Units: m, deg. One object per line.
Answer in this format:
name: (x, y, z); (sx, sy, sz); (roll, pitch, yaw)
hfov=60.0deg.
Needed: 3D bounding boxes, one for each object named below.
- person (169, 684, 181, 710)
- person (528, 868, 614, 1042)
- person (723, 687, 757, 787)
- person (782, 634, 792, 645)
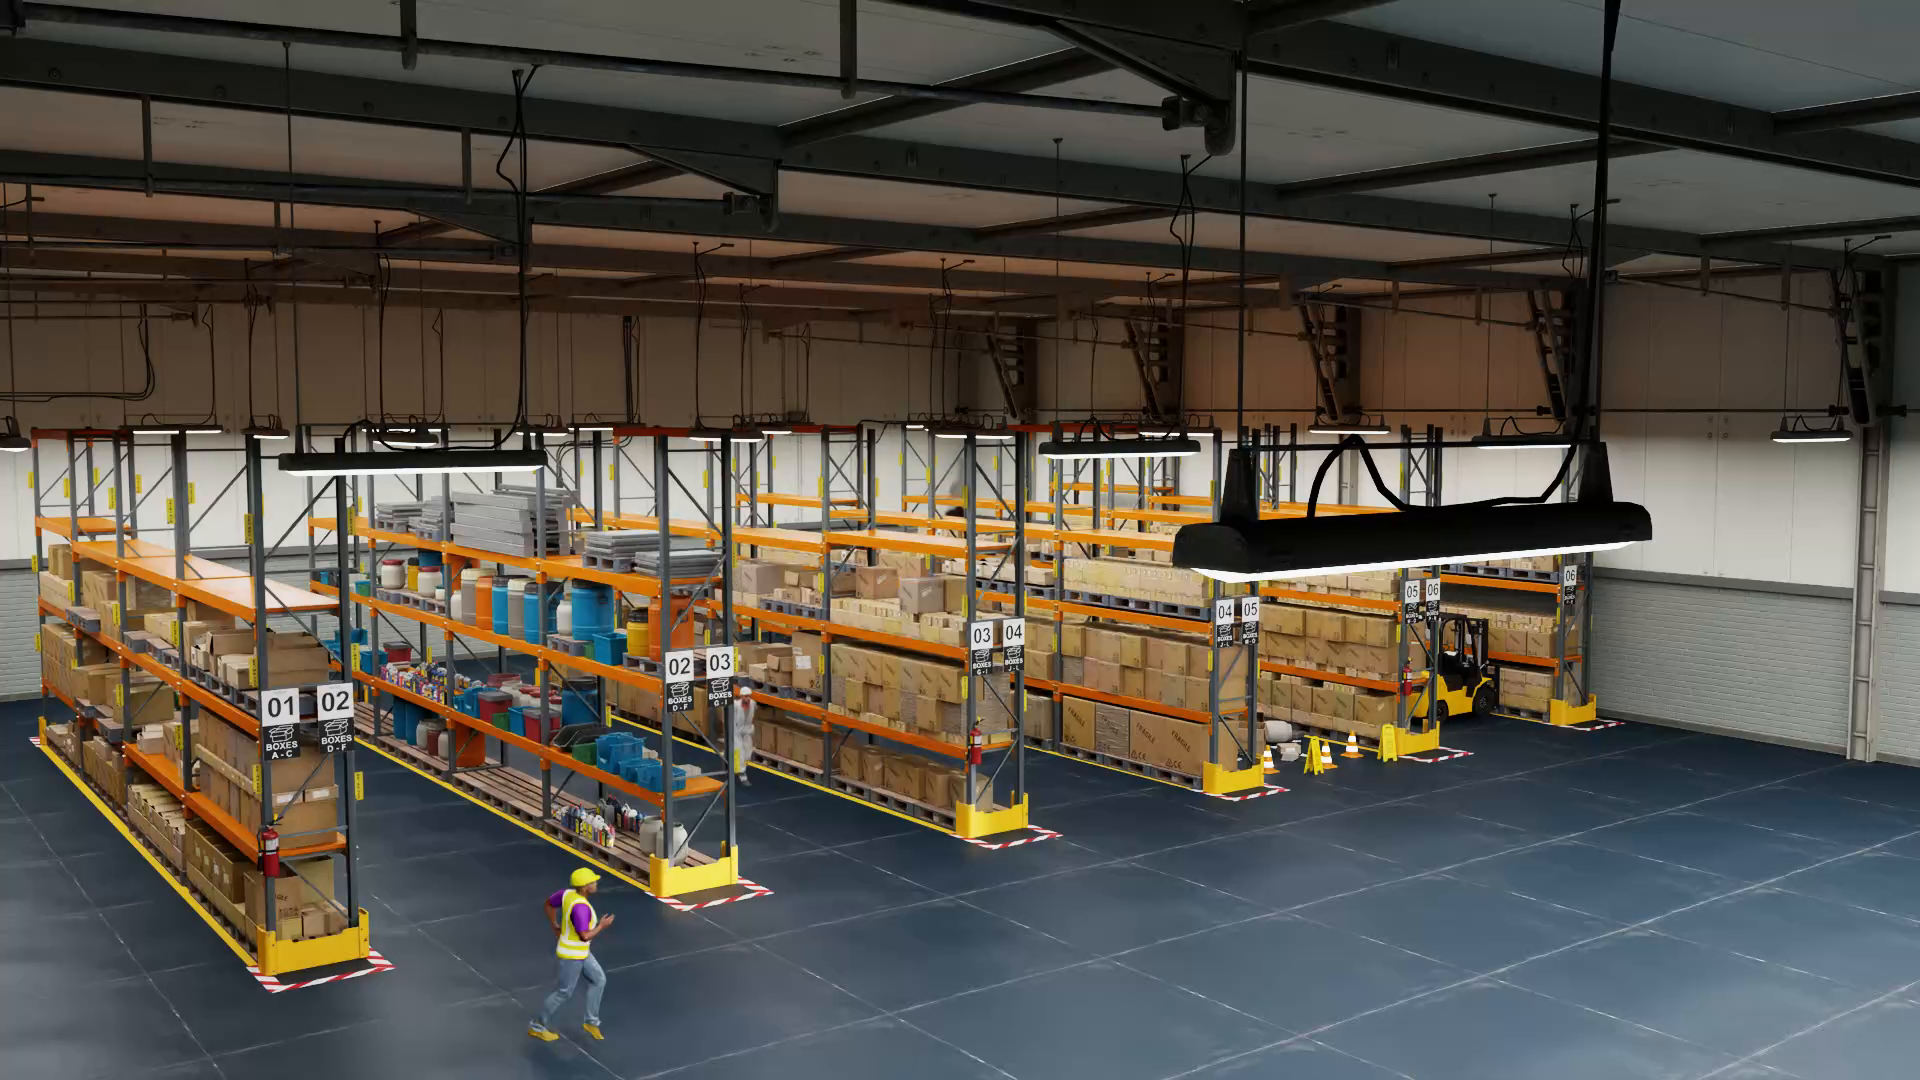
person: (-15.042, 2.935, 32.163); (0.672, 1.790, 0.655); (4, 6, 42)
person: (-3.868, 4.172, 16.531); (0.861, 1.833, 0.673); (-1, 5, -13)
person: (-3.703, 3.296, 28.036); (0.654, 1.711, 0.752); (-3, 5, -31)
person: (-4.318, 2.087, 42.891); (0.664, 1.588, 0.645); (4, 6, 41)
